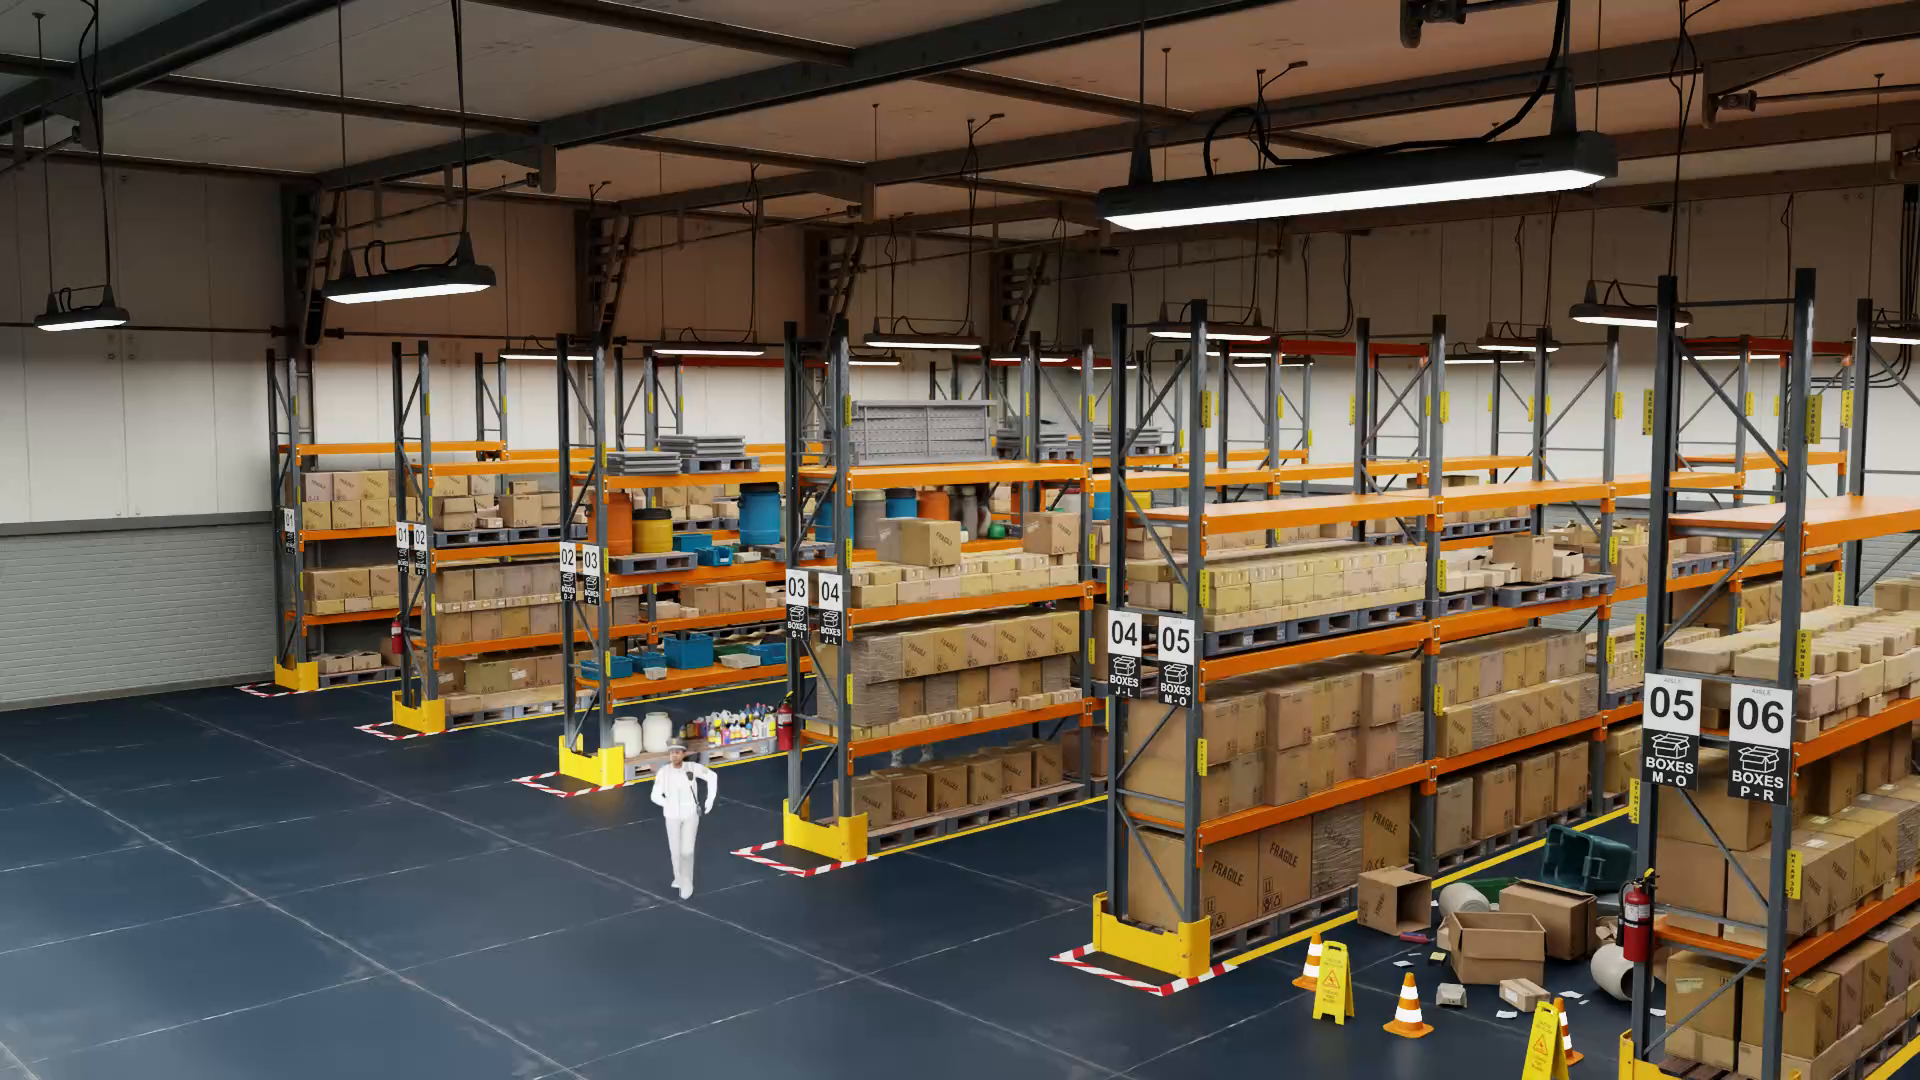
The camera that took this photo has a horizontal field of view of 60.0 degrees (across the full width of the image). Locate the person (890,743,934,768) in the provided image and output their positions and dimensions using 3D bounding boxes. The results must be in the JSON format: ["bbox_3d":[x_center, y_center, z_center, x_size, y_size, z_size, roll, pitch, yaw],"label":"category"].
[{"bbox_3d":[-0.654,2.306,22.731,0.671,1.833,0.833,4,7,41],"label":"person"}]

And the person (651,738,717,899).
[{"bbox_3d":[-2.838,2.840,17.067,0.619,1.670,0.824,0,5,2],"label":"person"}]
